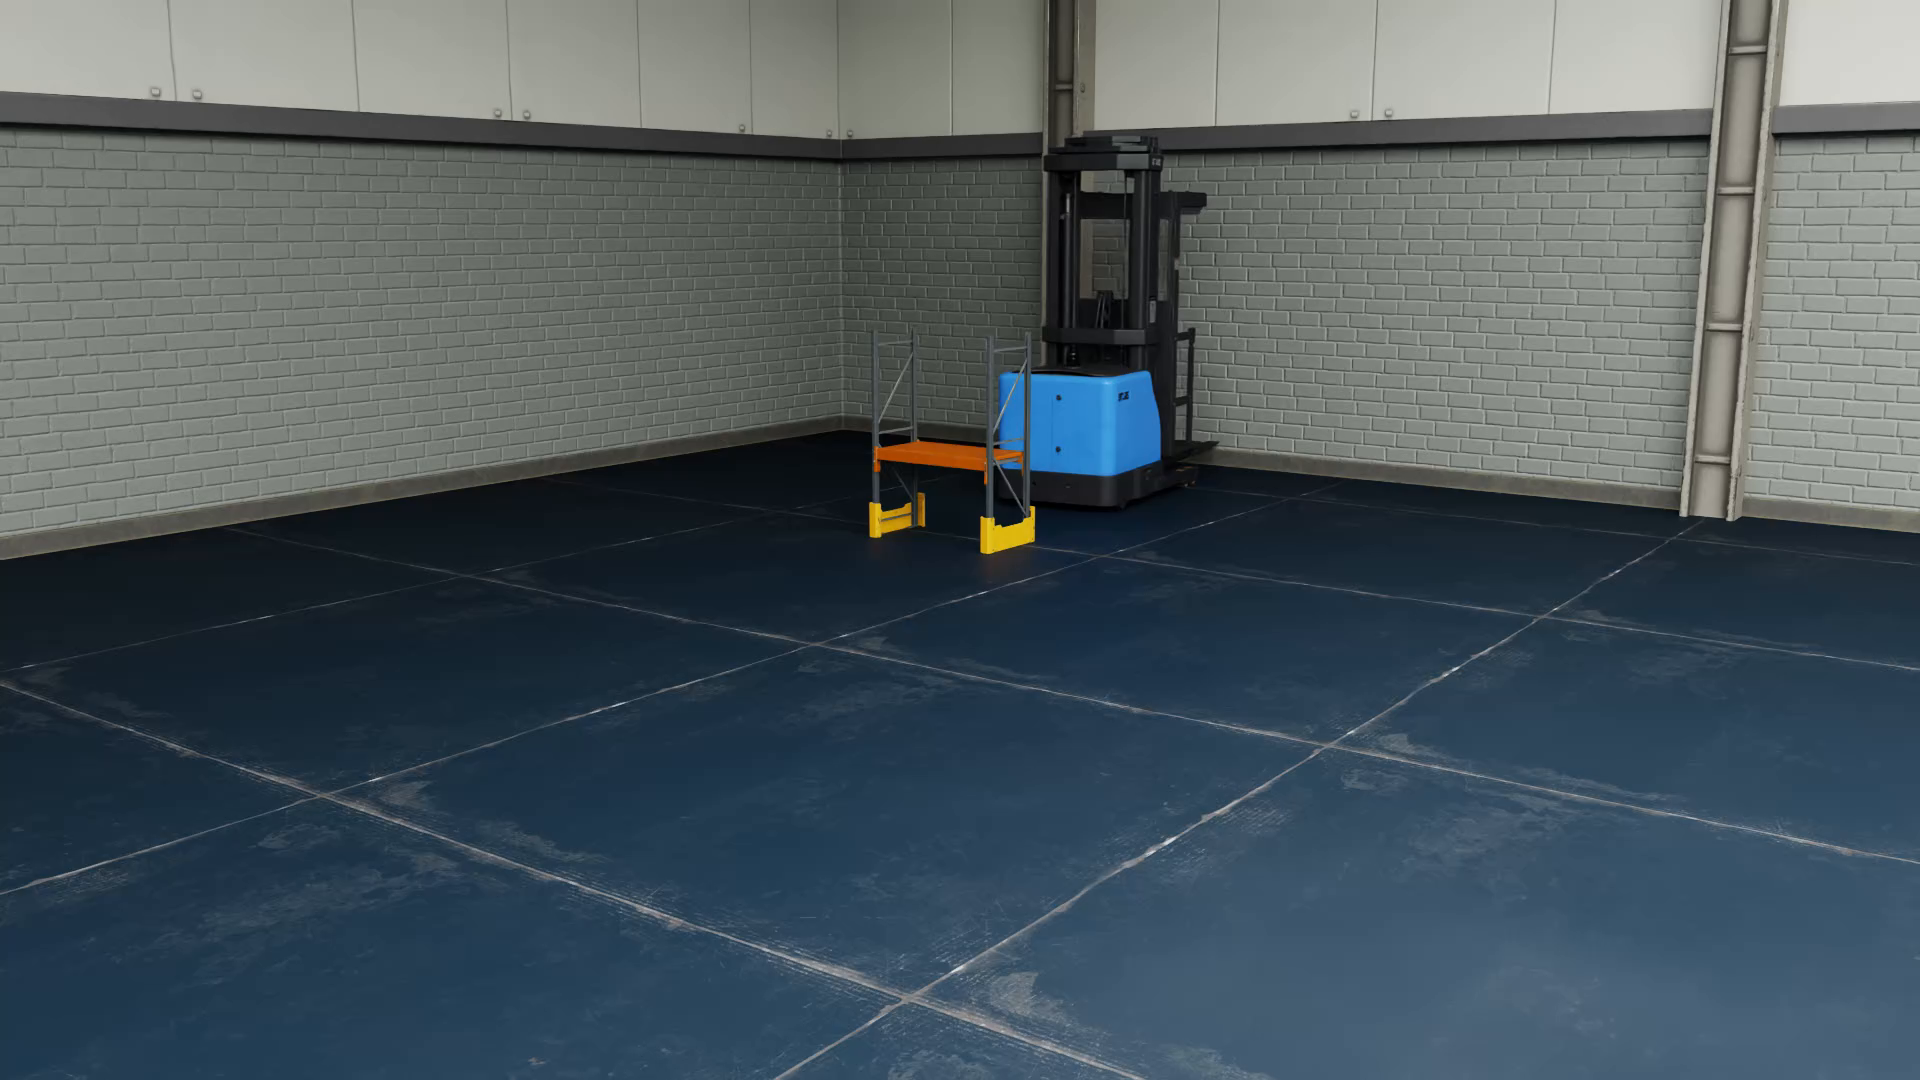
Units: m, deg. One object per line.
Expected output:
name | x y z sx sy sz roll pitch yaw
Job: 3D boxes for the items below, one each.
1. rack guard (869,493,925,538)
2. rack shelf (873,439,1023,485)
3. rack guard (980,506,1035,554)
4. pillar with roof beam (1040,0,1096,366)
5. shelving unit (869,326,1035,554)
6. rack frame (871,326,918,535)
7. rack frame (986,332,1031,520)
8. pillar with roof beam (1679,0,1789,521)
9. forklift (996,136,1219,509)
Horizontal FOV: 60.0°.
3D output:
rack guard | -0.463 -0.187 12.340 0.087 0.250 0.587 8 13 36
rack shelf | -0.069 -0.569 11.971 1.000 0.185 0.538 8 13 36
rack guard | 0.340 -0.075 11.761 0.087 0.250 0.587 8 13 36
pillar with roof beam | -1.510 -4.624 12.240 0.400 9.000 9.100 8 13 36
shelving unit | -0.061 -0.745 11.932 1.083 1.500 0.587 8 13 36
rack frame | -0.478 -0.803 12.232 0.032 1.500 0.500 8 13 36
rack frame | 0.341 -0.689 11.641 0.032 1.500 0.500 8 13 36
pillar with roof beam | 3.326 -3.950 8.753 0.400 9.000 9.100 8 13 36
forklift | 1.428 -1.921 14.245 1.130 2.935 3.031 6 12 27
